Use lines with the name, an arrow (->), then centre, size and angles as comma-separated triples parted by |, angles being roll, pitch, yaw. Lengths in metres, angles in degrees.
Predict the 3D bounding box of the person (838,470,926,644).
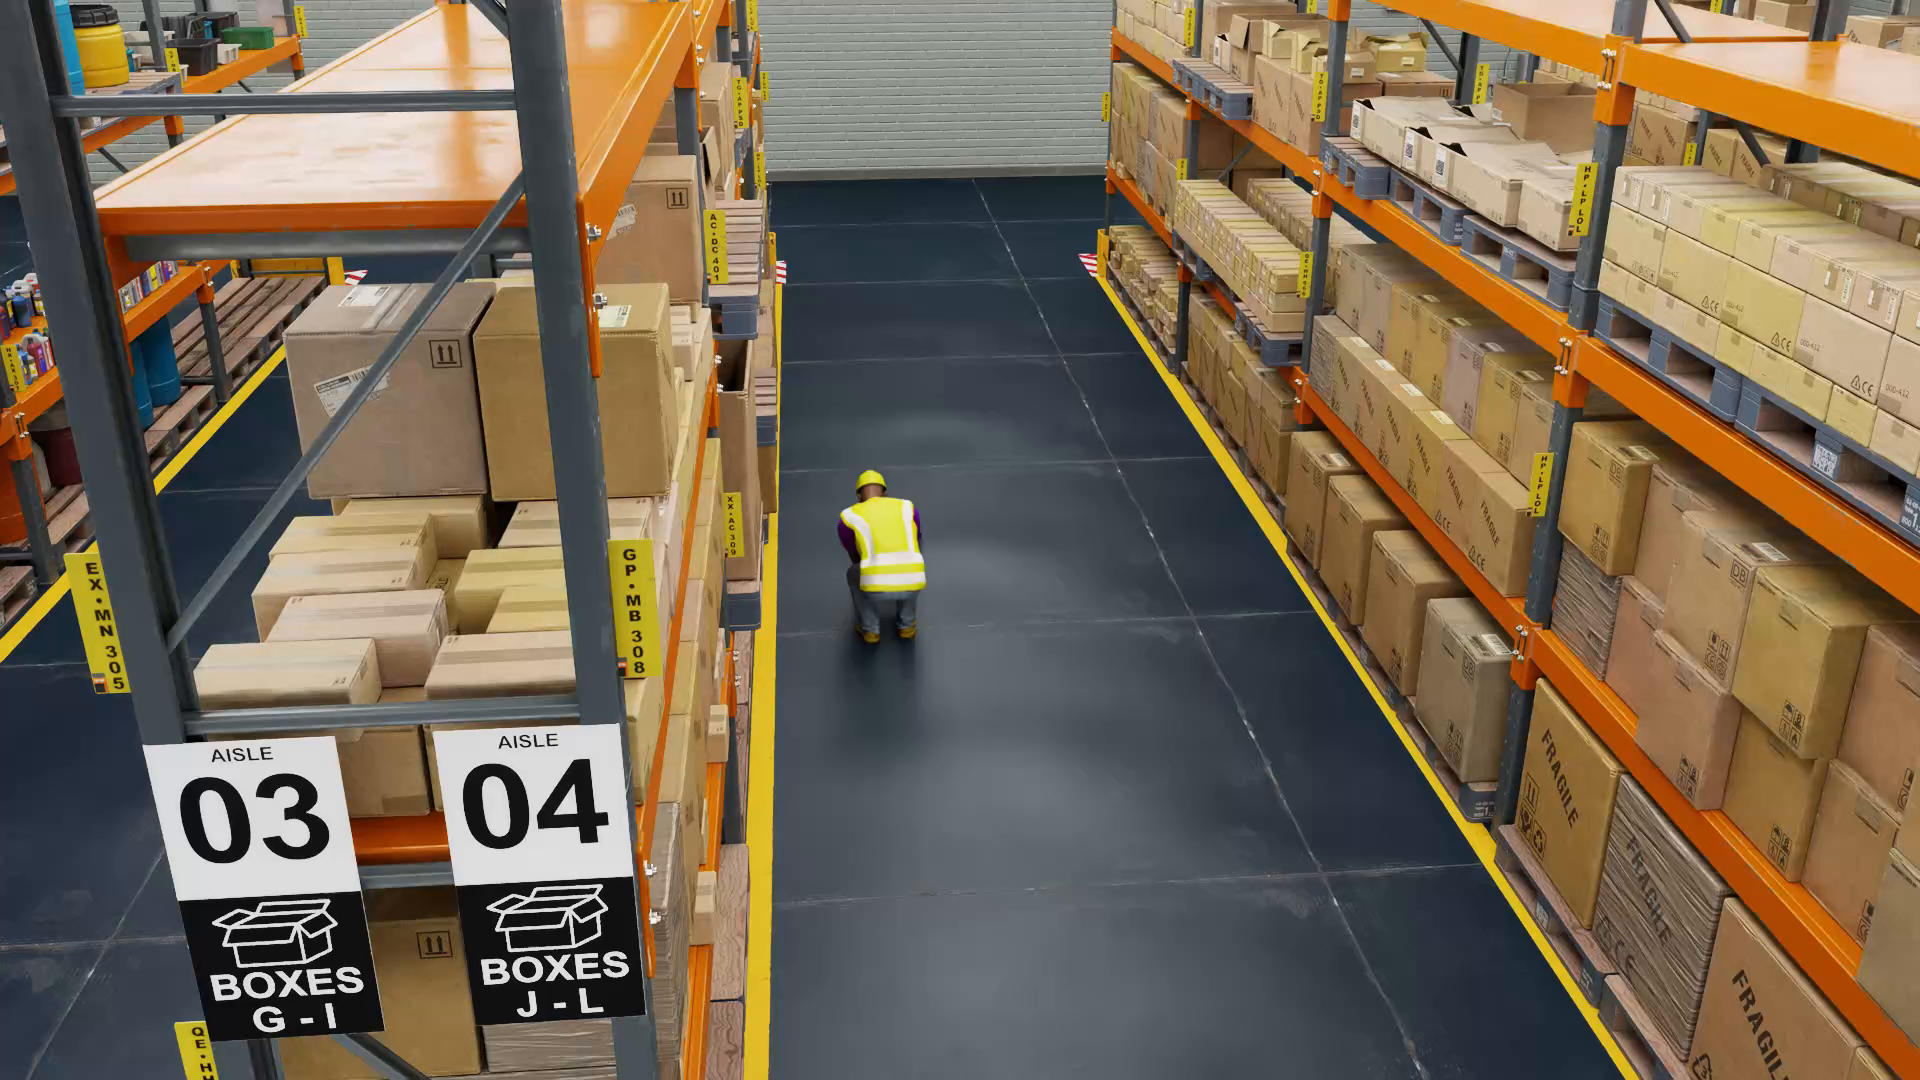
person -> -0.525, 0.108, 11.008 | 0.546, 1.008, 0.900 | -4, 24, -8
